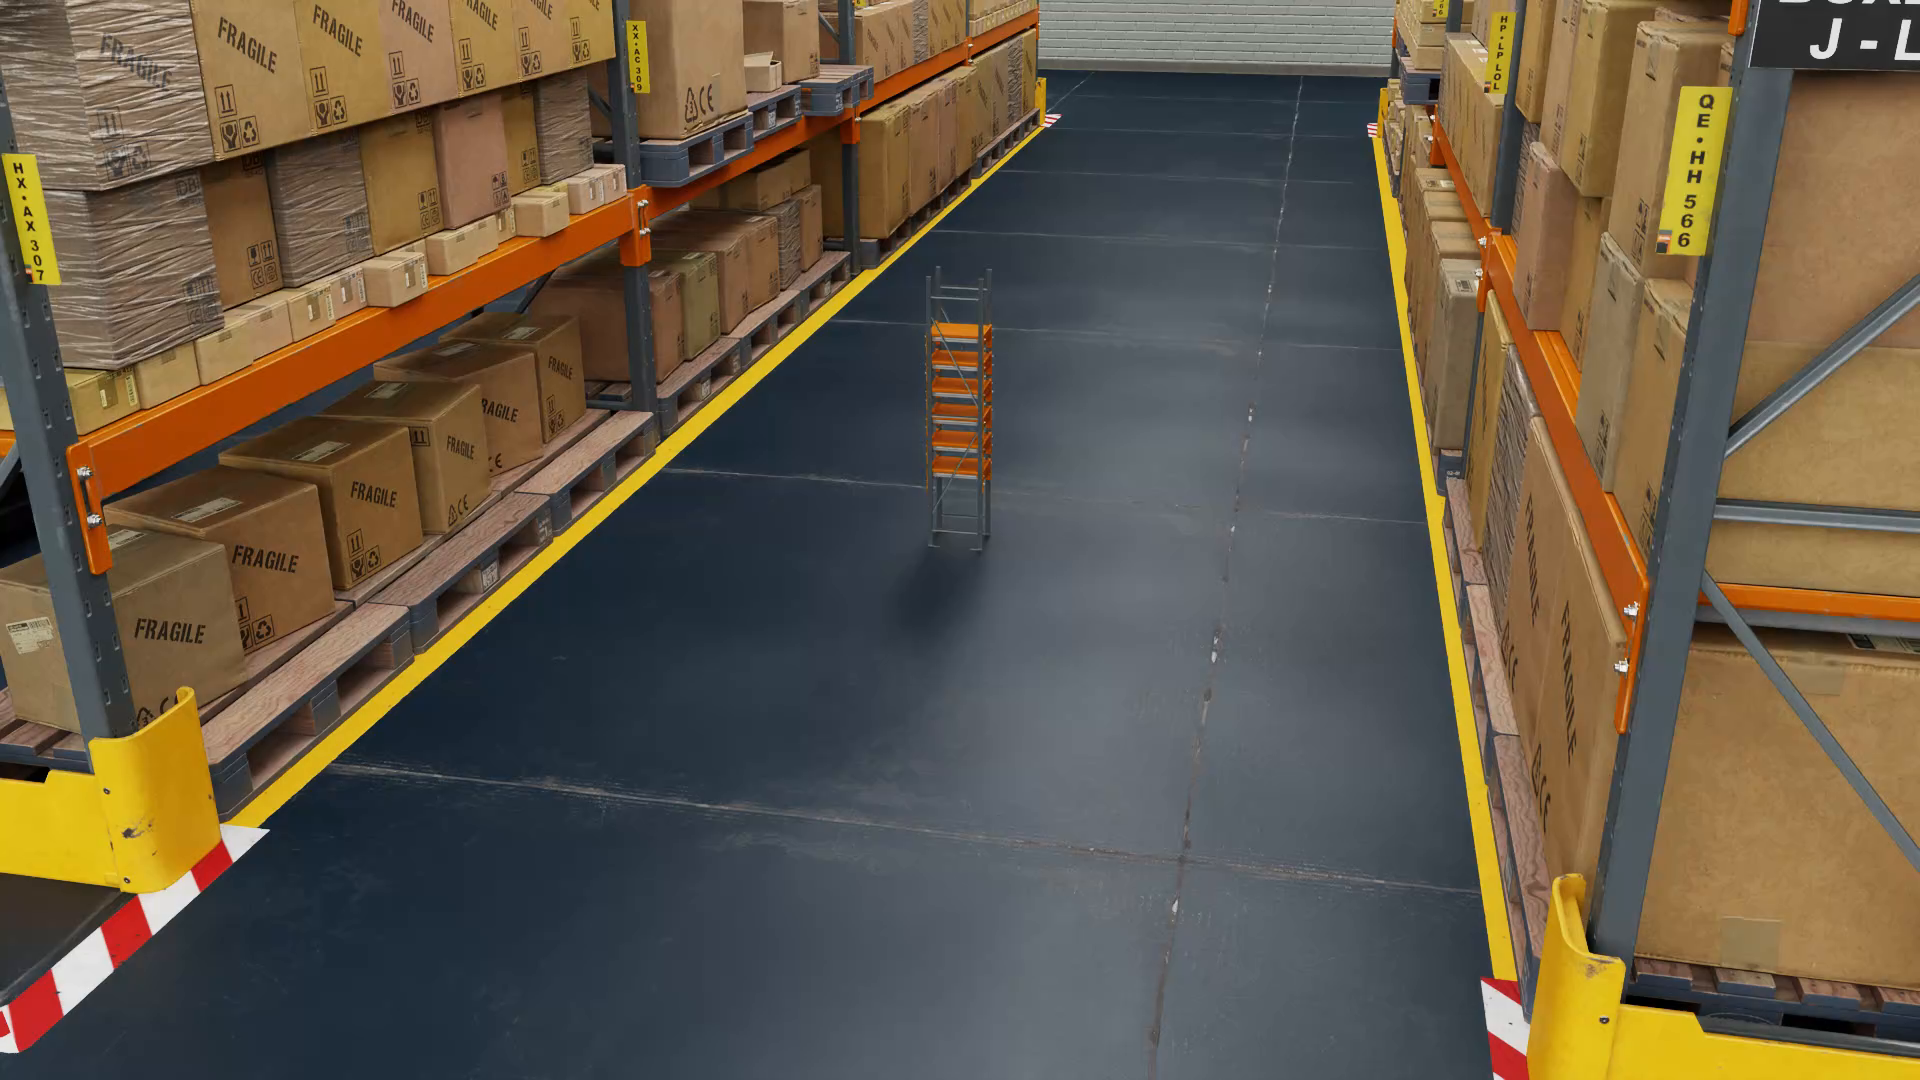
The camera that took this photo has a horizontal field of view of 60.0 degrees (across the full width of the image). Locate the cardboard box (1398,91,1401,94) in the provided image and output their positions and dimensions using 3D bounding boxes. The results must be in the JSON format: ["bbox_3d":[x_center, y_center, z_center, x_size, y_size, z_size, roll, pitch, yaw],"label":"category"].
[{"bbox_3d":[4.645,-4.472,16.900,0.380,0.149,0.250,5,23,13],"label":"cardboard box"}]

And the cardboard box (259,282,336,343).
[{"bbox_3d":[-2.349,-0.777,5.603,0.380,0.149,0.250,4,22,11],"label":"cardboard box"}]

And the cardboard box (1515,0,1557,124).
[{"bbox_3d":[2.678,-1.929,6.482,0.875,0.550,0.550,4,22,11],"label":"cardboard box"}]

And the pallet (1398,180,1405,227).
[{"bbox_3d":[4.262,-2.838,14.118,1.003,0.211,1.213,4,22,11],"label":"pallet"}]

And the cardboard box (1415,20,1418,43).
[{"bbox_3d":[3.311,-3.483,11.363,0.380,0.149,0.250,5,23,13],"label":"cardboard box"}]

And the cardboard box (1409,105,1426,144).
[{"bbox_3d":[3.904,-3.355,13.448,0.500,0.250,0.500,5,22,12],"label":"cardboard box"}]

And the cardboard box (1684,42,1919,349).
[{"bbox_3d":[2.084,-0.731,3.508,0.875,0.550,0.550,4,22,11],"label":"cardboard box"}]

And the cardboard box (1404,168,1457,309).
[{"bbox_3d":[3.391,-1.889,10.478,1.050,0.750,0.750,4,22,10],"label":"cardboard box"}]

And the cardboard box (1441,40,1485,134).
[{"bbox_3d":[3.146,-2.670,9.835,0.500,0.500,0.500,4,22,10],"label":"cardboard box"}]

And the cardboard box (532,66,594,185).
[{"bbox_3d":[-2.200,-1.930,7.599,0.875,0.500,0.500,4,22,11],"label":"cardboard box"}]

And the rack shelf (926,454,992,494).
[{"bbox_3d":[-0.003,-0.287,7.223,0.258,0.103,0.180,4,22,11],"label":"rack shelf"}]

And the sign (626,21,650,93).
[{"bbox_3d":[-1.515,-2.269,7.813,0.100,0.325,0.005,4,22,11],"label":"sign"}]

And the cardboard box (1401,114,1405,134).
[{"bbox_3d":[4.250,-3.811,15.260,0.380,0.149,0.250,5,22,12],"label":"cardboard box"}]

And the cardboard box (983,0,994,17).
[{"bbox_3d":[0.043,-5.233,16.135,0.500,0.250,0.500,4,22,11],"label":"cardboard box"}]

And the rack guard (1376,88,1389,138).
[{"bbox_3d":[5.220,-4.692,18.335,1.175,0.500,0.348,4,22,11],"label":"rack guard"}]

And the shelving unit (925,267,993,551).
[{"bbox_3d":[-0.003,-0.551,7.116,0.258,1.200,0.189,4,22,11],"label":"shelving unit"}]

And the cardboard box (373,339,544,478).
[{"bbox_3d":[-2.278,-0.588,7.582,0.500,0.500,0.500,12,25,28],"label":"cardboard box"}]

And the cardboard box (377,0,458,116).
[{"bbox_3d":[-2.180,-1.820,5.987,0.500,0.500,0.500,4,22,11],"label":"cardboard box"}]

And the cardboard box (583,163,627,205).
[{"bbox_3d":[-1.804,-1.688,7.867,0.380,0.149,0.250,4,22,11],"label":"cardboard box"}]

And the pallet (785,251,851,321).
[{"bbox_3d":[-1.393,-1.790,11.514,1.003,0.211,1.213,4,22,11],"label":"pallet"}]

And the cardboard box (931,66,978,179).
[{"bbox_3d":[-0.527,-3.805,15.069,1.225,0.875,0.875,5,22,11],"label":"cardboard box"}]

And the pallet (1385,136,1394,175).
[{"bbox_3d":[4.769,-3.819,16.553,1.003,0.211,1.213,4,22,11],"label":"pallet"}]

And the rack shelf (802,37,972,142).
[{"bbox_3d":[-0.824,-3.766,13.653,1.077,0.370,4.000,4,22,11],"label":"rack shelf"}]

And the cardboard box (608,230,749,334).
[{"bbox_3d":[-1.672,-1.551,9.947,0.700,0.500,0.500,3,22,6],"label":"cardboard box"}]

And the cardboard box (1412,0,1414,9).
[{"bbox_3d":[3.467,-3.895,11.988,0.380,0.149,0.250,4,22,11],"label":"cardboard box"}]

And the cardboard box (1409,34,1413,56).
[{"bbox_3d":[3.413,-3.523,11.860,0.380,0.149,0.250,4,22,10],"label":"cardboard box"}]

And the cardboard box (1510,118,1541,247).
[{"bbox_3d":[2.723,-1.425,6.675,0.875,0.550,0.550,4,22,11],"label":"cardboard box"}]

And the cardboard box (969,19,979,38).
[{"bbox_3d":[-0.030,-4.798,15.588,0.380,0.149,0.250,5,22,11],"label":"cardboard box"}]

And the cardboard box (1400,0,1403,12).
[{"bbox_3d":[3.838,-4.429,13.711,0.380,0.149,0.250,4,22,10],"label":"cardboard box"}]

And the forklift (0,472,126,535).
[{"bbox_3d":[-4.580,-1.540,7.254,1.130,2.935,3.031,5,23,13],"label":"forklift"}]

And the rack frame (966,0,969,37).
[{"bbox_3d":[-0.416,-4.832,15.335,1.000,3.000,0.127,4,22,11],"label":"rack frame"}]

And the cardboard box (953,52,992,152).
[{"bbox_3d":[-0.203,-4.276,16.238,0.875,0.875,0.875,4,22,11],"label":"cardboard box"}]

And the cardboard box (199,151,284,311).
[{"bbox_3d":[-2.741,-1.018,5.335,0.875,0.500,0.500,4,22,11],"label":"cardboard box"}]

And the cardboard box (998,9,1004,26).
[{"bbox_3d":[0.234,-5.272,16.765,0.380,0.149,0.250,5,22,12],"label":"cardboard box"}]

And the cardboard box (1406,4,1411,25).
[{"bbox_3d":[3.572,-3.952,12.526,0.380,0.149,0.250,4,22,10],"label":"cardboard box"}]

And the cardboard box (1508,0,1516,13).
[{"bbox_3d":[3.089,-2.556,8.213,0.700,0.500,0.500,5,22,11],"label":"cardboard box"}]

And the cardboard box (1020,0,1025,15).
[{"bbox_3d":[0.494,-5.744,17.937,0.380,0.149,0.250,5,22,12],"label":"cardboard box"}]

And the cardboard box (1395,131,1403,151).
[{"bbox_3d":[4.215,-3.666,15.297,0.380,0.149,0.250,3,22,8],"label":"cardboard box"}]

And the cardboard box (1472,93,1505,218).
[{"bbox_3d":[2.632,-1.748,7.546,0.500,0.500,0.500,4,22,11],"label":"cardboard box"}]

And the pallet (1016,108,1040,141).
[{"bbox_3d":[0.314,-4.703,18.748,1.003,0.211,1.213,4,22,11],"label":"pallet"}]

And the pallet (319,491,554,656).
[{"bbox_3d":[-2.397,0.083,6.864,1.003,0.211,1.213,4,22,11],"label":"pallet"}]

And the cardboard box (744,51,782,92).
[{"bbox_3d":[-1.308,-2.871,10.084,0.396,0.266,0.258,4,22,9],"label":"cardboard box"}]

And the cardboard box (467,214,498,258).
[{"bbox_3d":[-2.108,-1.235,6.741,0.380,0.149,0.250,4,22,11],"label":"cardboard box"}]

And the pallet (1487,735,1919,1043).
[{"bbox_3d":[2.057,0.967,4.670,1.003,0.211,1.213,4,22,11],"label":"pallet"}]

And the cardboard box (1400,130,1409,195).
[{"bbox_3d":[4.009,-3.202,14.072,0.500,0.500,0.500,5,23,13],"label":"cardboard box"}]

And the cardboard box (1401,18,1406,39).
[{"bbox_3d":[3.679,-4.008,13.064,0.380,0.149,0.250,3,22,9],"label":"cardboard box"}]

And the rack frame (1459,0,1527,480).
[{"bbox_3d":[2.787,-1.491,7.040,1.000,3.000,0.127,4,22,11],"label":"rack frame"}]

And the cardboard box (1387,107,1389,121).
[{"bbox_3d":[4.815,-4.585,17.976,0.380,0.149,0.250,5,22,12],"label":"cardboard box"}]

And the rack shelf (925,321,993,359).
[{"bbox_3d":[-0.003,-0.844,6.998,0.258,0.103,0.180,4,22,11],"label":"rack shelf"}]

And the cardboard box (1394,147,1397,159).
[{"bbox_3d":[4.291,-3.649,15.652,0.380,0.149,0.250,4,22,9],"label":"cardboard box"}]

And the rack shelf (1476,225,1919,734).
[{"bbox_3d":[2.379,-0.426,5.358,1.077,0.370,4.000,4,22,11],"label":"rack shelf"}]

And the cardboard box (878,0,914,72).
[{"bbox_3d":[-0.662,-3.949,13.009,0.500,0.500,0.500,4,22,10],"label":"cardboard box"}]
